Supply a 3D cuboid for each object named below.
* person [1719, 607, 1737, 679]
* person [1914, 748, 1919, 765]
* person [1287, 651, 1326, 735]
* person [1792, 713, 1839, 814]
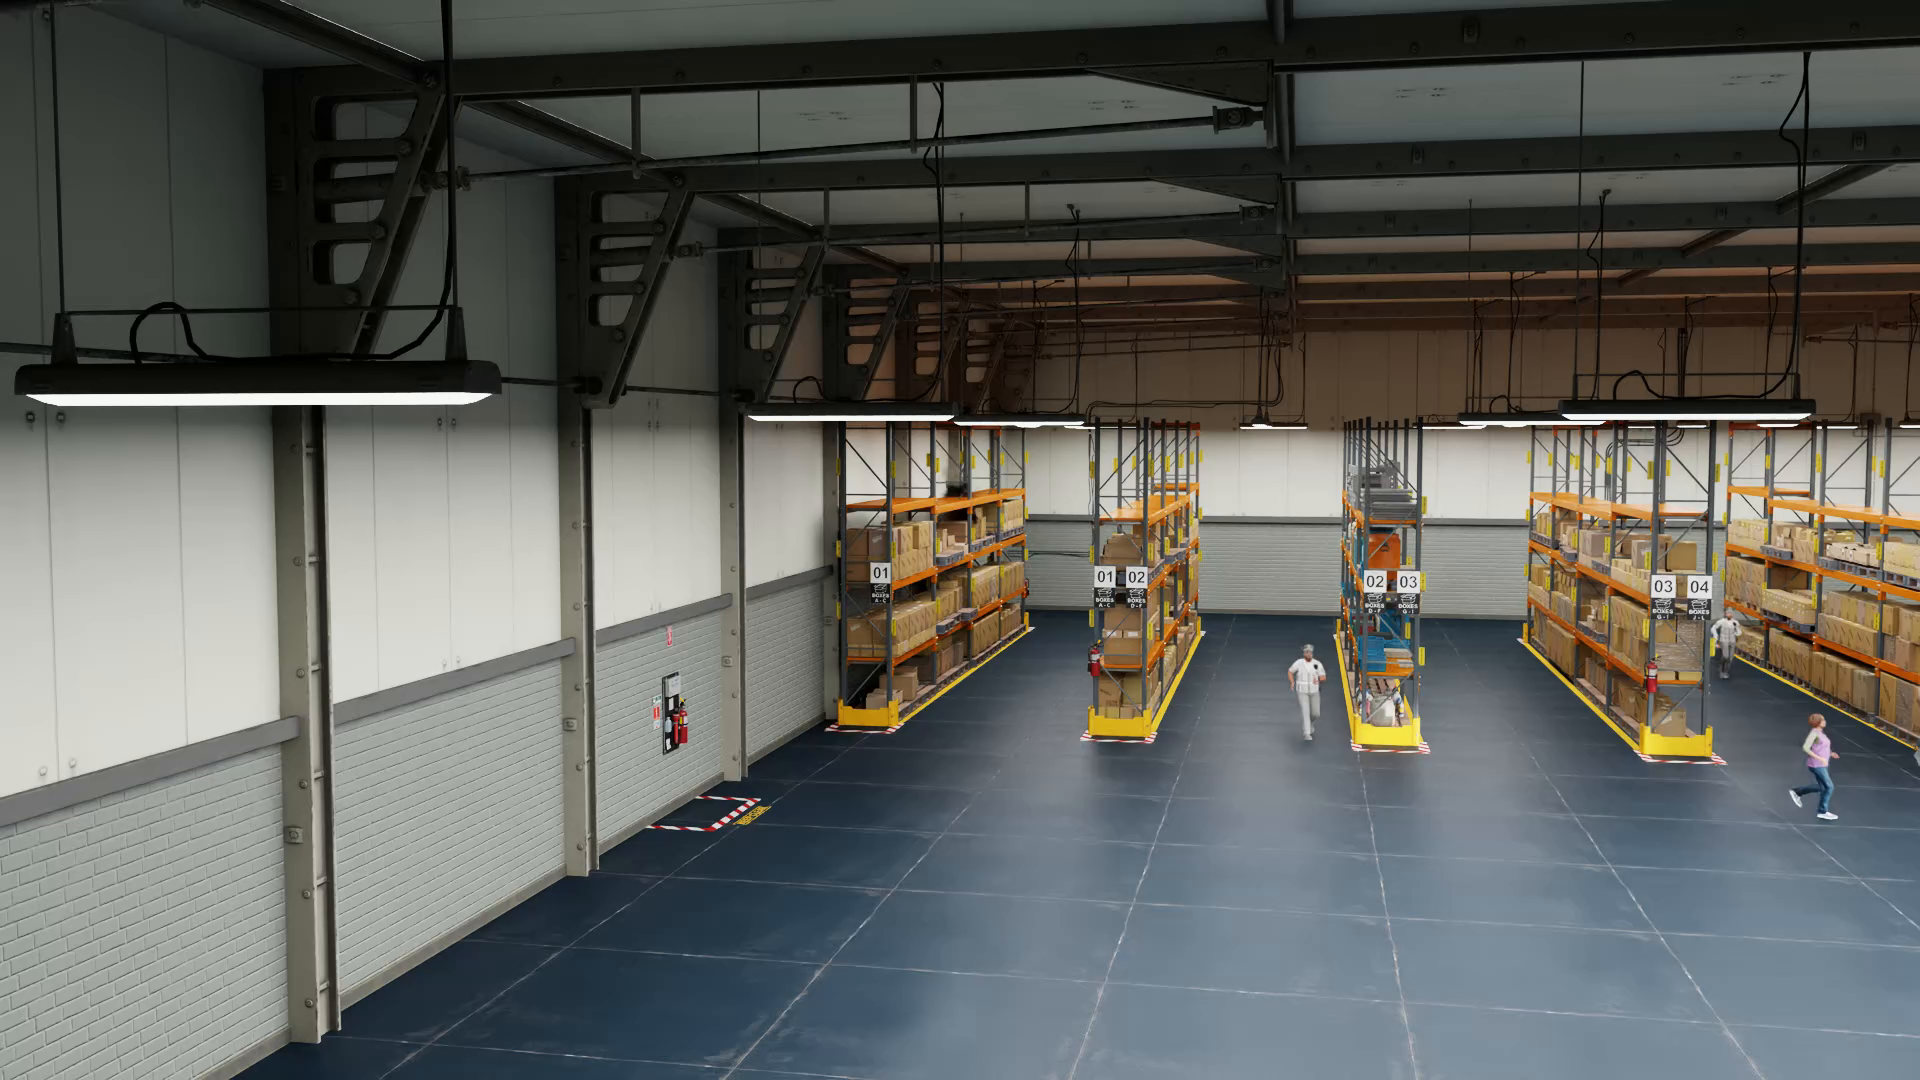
[{"bbox_3d":[17.779,2.378,38.514,0.391,1.668,0.463,1,4,8],"label":"person"},{"bbox_3d":[16.483,3.034,27.913,0.724,1.751,0.890,-2,4,-26],"label":"person"},{"bbox_3d":[6.499,2.827,31.122,0.688,1.637,0.684,0,4,3],"label":"person"},{"bbox_3d":[12.684,3.306,24.681,0.617,1.484,0.542,3,5,39],"label":"person"}]
